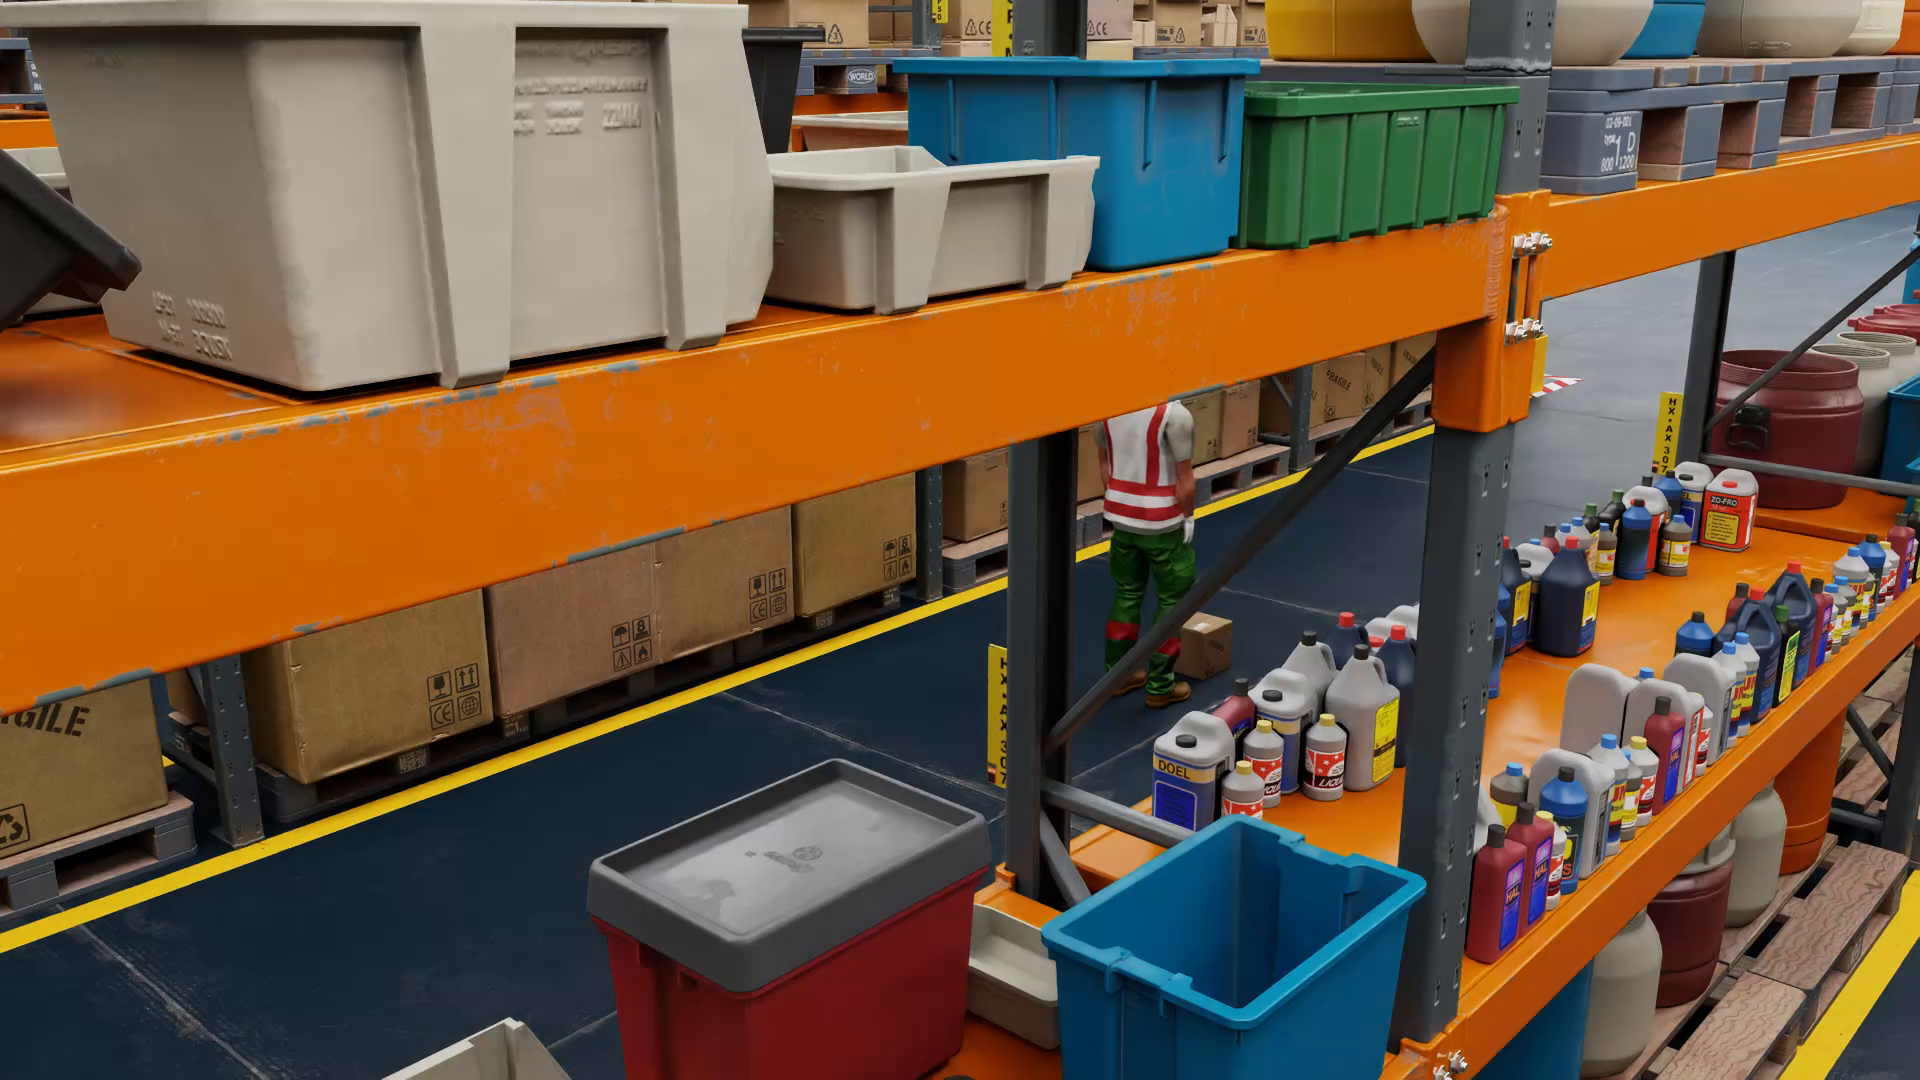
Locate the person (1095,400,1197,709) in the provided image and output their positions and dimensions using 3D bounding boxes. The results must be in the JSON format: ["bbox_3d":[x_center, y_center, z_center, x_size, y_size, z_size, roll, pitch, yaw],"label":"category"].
[{"bbox_3d":[0.890,-0.096,7.877,0.536,1.758,0.414,15,22,41],"label":"person"}]
